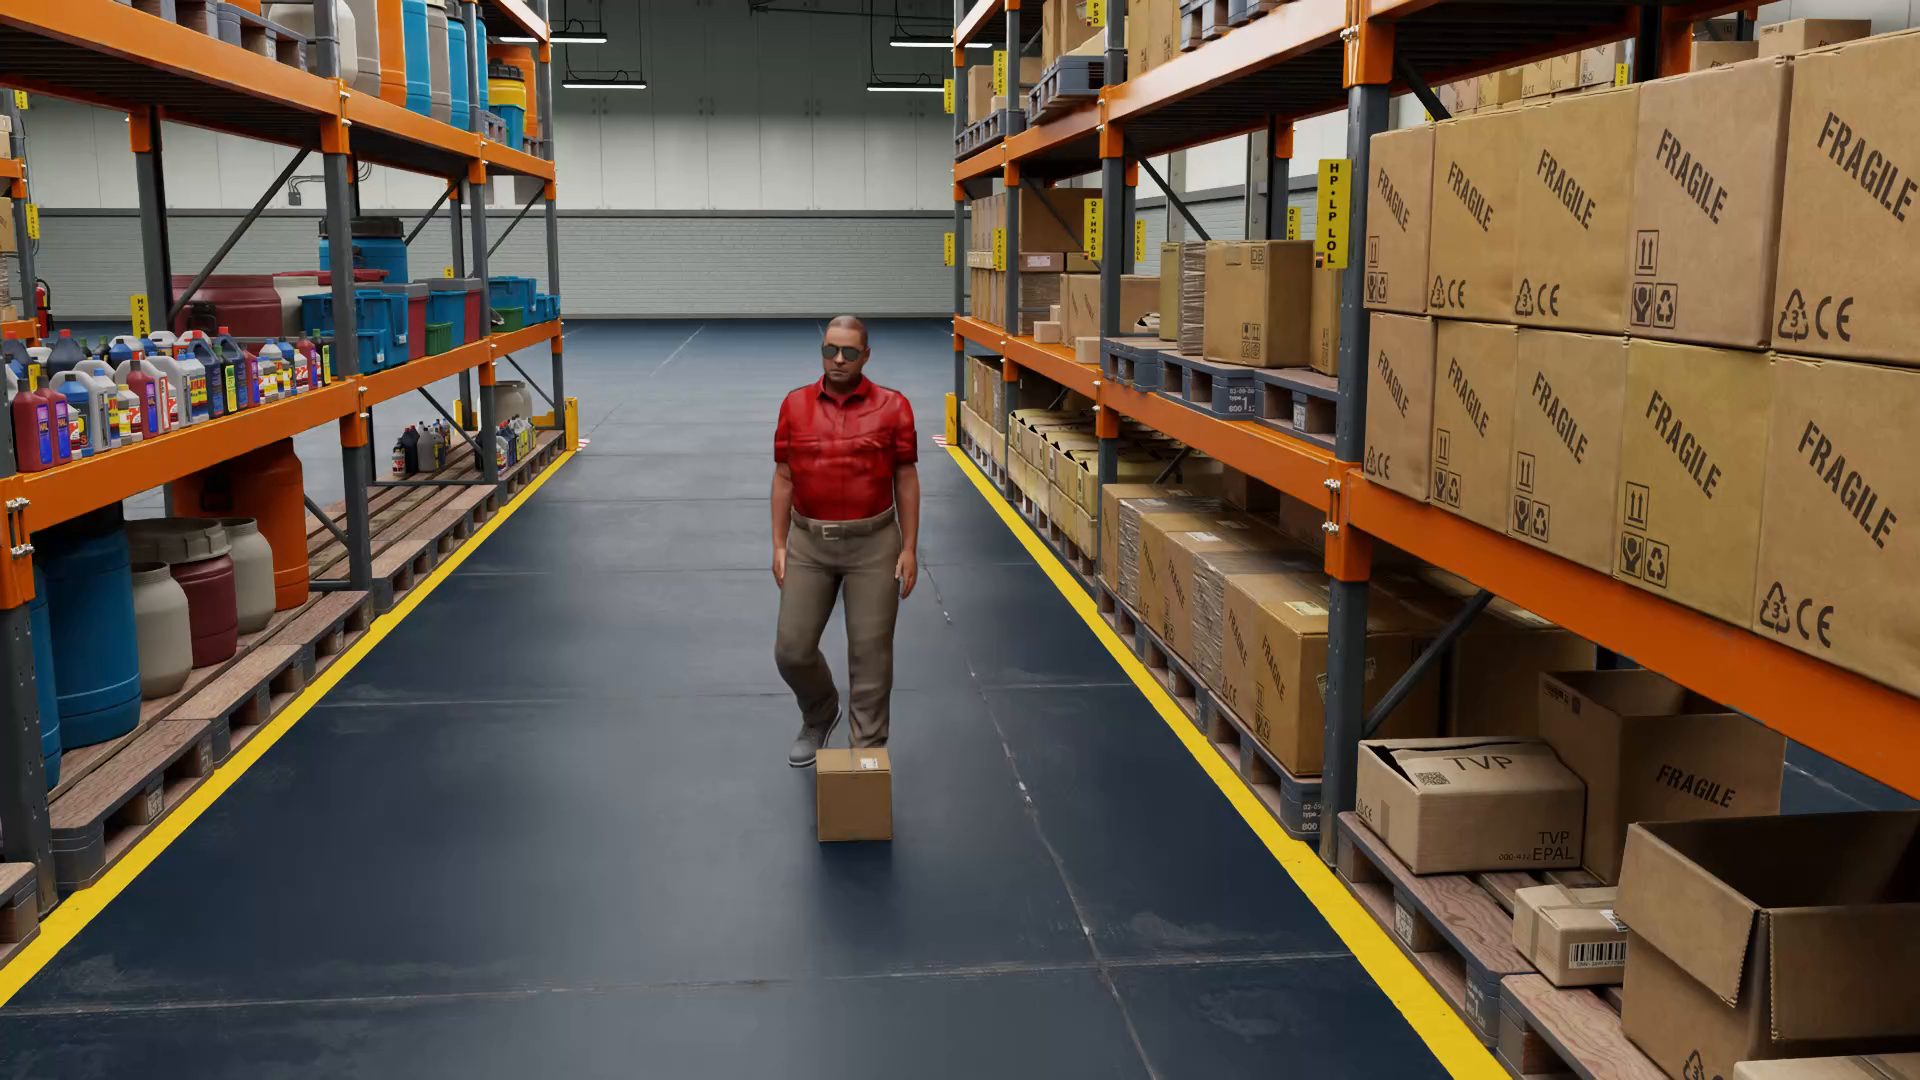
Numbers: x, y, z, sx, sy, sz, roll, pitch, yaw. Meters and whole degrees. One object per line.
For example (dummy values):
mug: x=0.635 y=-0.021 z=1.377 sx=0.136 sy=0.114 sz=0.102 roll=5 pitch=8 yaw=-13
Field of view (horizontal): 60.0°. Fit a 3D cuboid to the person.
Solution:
person: x=-0.422 y=0.039 z=6.129 sx=0.551 sy=1.720 sz=0.577 roll=1 pitch=10 yaw=5
